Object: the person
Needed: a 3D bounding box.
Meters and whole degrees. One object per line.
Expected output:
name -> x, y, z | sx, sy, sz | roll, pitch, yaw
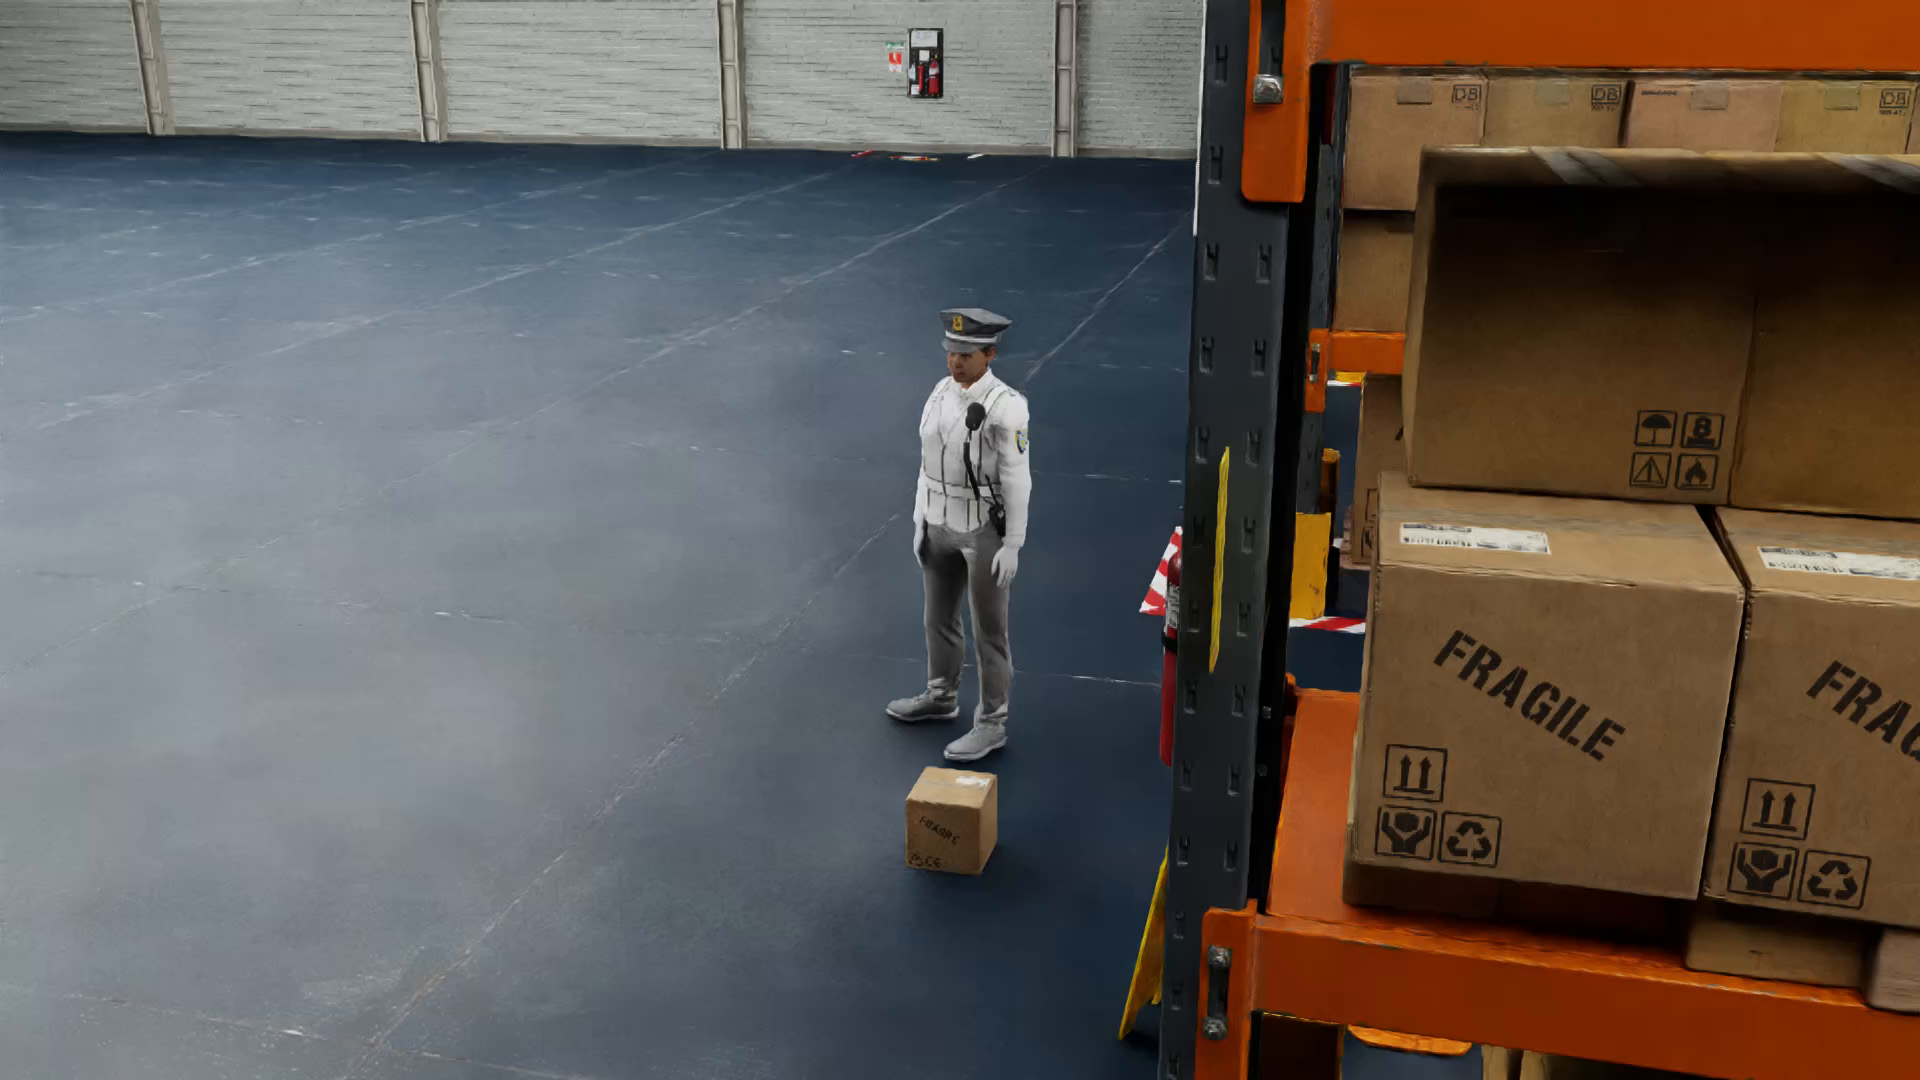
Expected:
person -> -0.031, -0.039, 6.127 | 0.340, 1.671, 0.658 | -17, 25, -41
